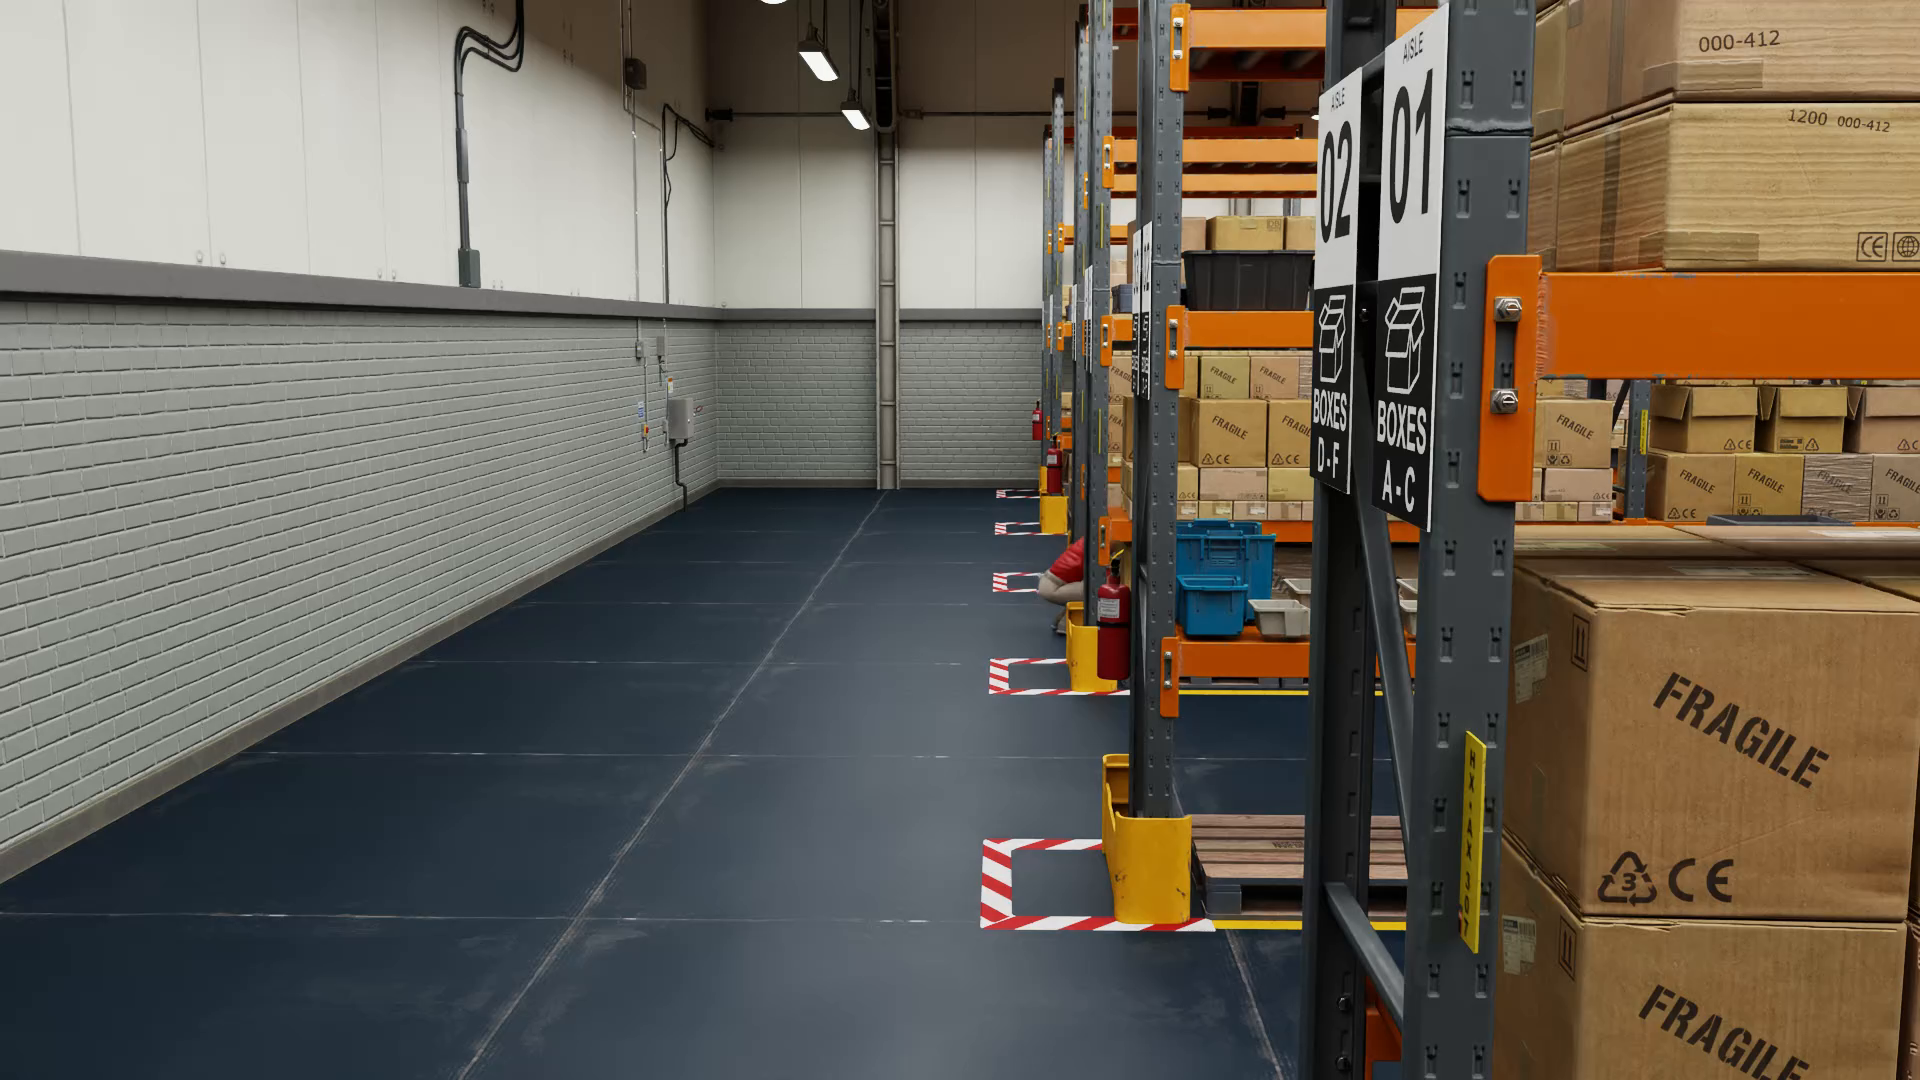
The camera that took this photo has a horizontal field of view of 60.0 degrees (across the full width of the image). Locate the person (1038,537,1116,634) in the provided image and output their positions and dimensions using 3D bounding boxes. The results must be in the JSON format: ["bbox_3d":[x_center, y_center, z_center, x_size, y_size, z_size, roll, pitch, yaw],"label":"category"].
[{"bbox_3d":[1.141,0.361,15.046,0.870,0.972,0.557,0,7,1],"label":"person"}]
